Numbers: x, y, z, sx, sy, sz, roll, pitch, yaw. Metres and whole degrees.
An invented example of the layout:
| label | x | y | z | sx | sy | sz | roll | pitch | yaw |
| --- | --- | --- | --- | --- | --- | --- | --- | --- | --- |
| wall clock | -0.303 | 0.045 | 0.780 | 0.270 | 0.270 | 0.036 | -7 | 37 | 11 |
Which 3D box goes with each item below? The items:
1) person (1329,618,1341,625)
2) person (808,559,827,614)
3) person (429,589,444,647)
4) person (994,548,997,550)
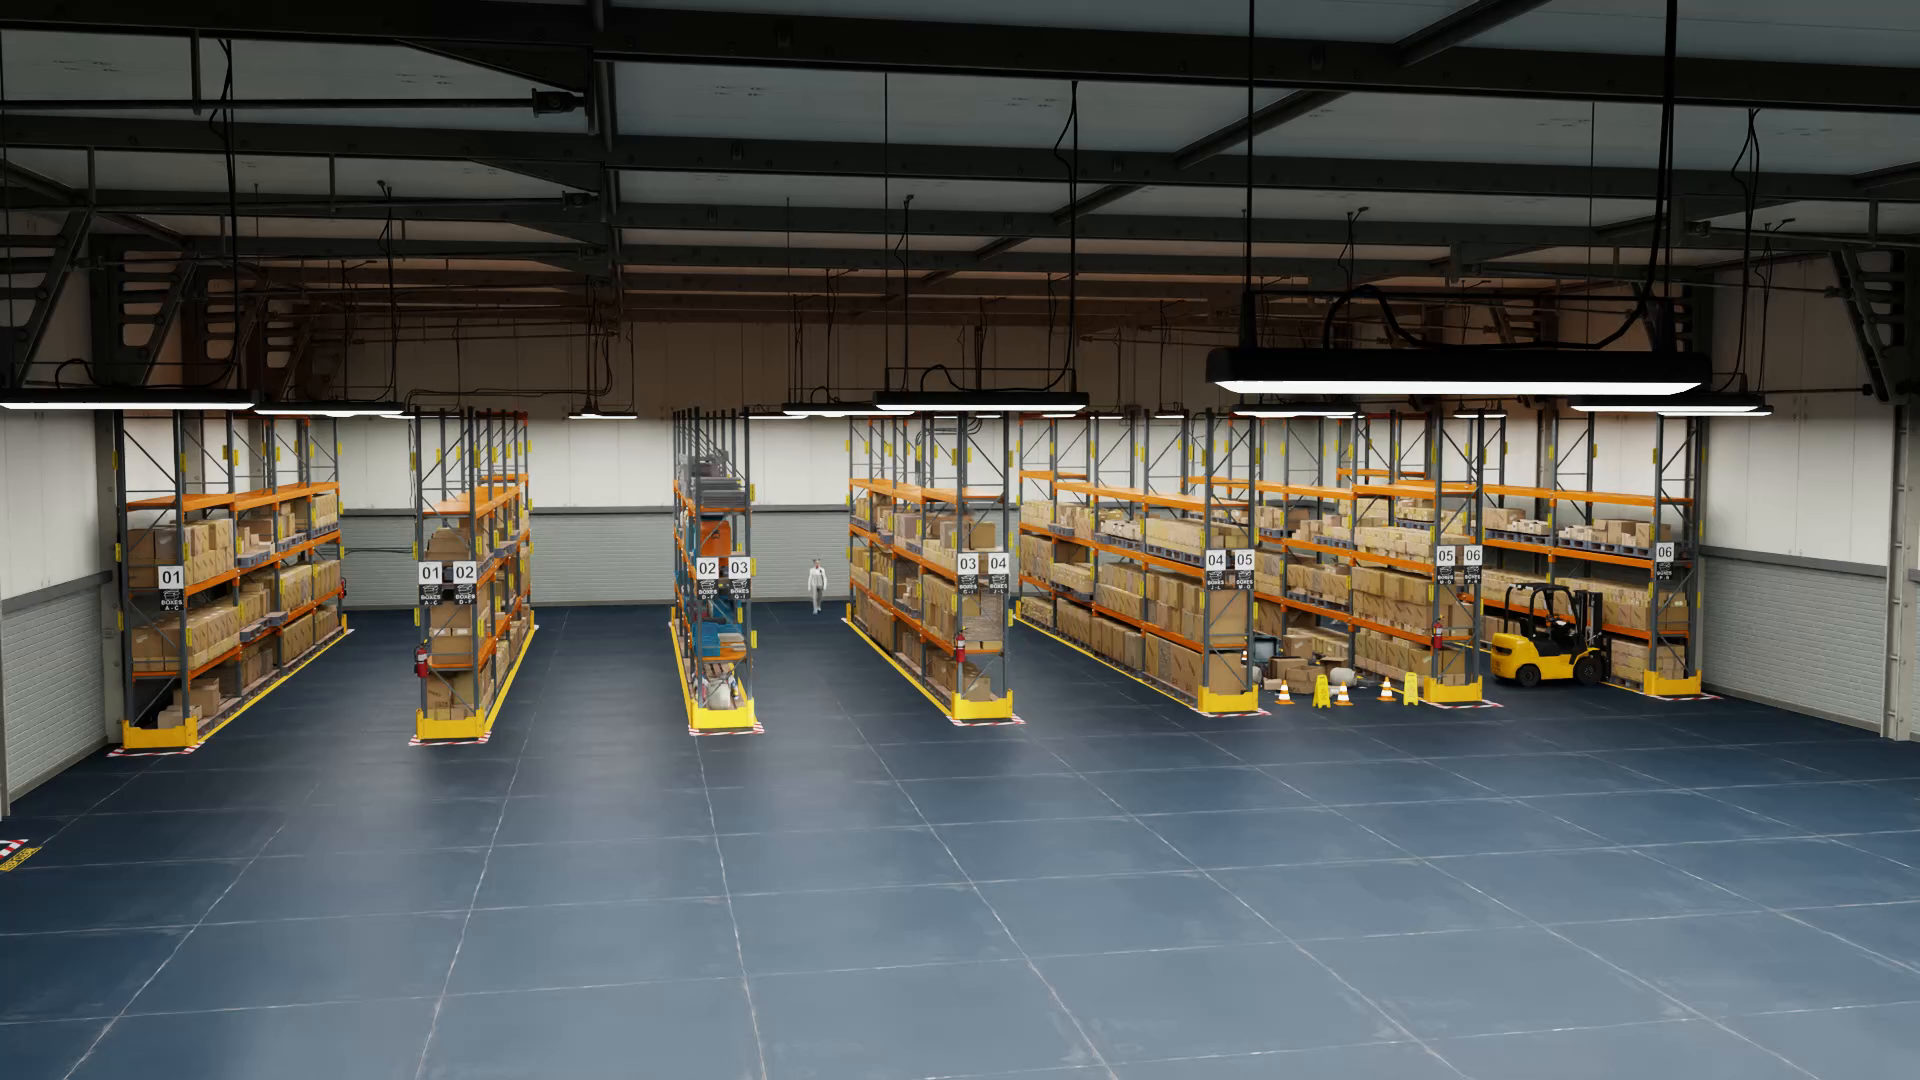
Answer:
| label | x | y | z | sx | sy | sz | roll | pitch | yaw |
| --- | --- | --- | --- | --- | --- | --- | --- | --- | --- |
| person | 10.615 | 1.593 | 46.977 | 0.372 | 1.612 | 0.445 | 3 | 5 | 36 |
| person | -4.249 | 1.362 | 49.627 | 0.540 | 1.618 | 1.023 | -1 | 4 | -8 |
| person | -13.186 | 1.891 | 42.083 | 0.486 | 1.670 | 0.448 | -1 | 4 | -10 |
| person | 1.107 | 1.089 | 52.899 | 1.026 | 1.749 | 0.519 | -2 | 4 | -24 |
